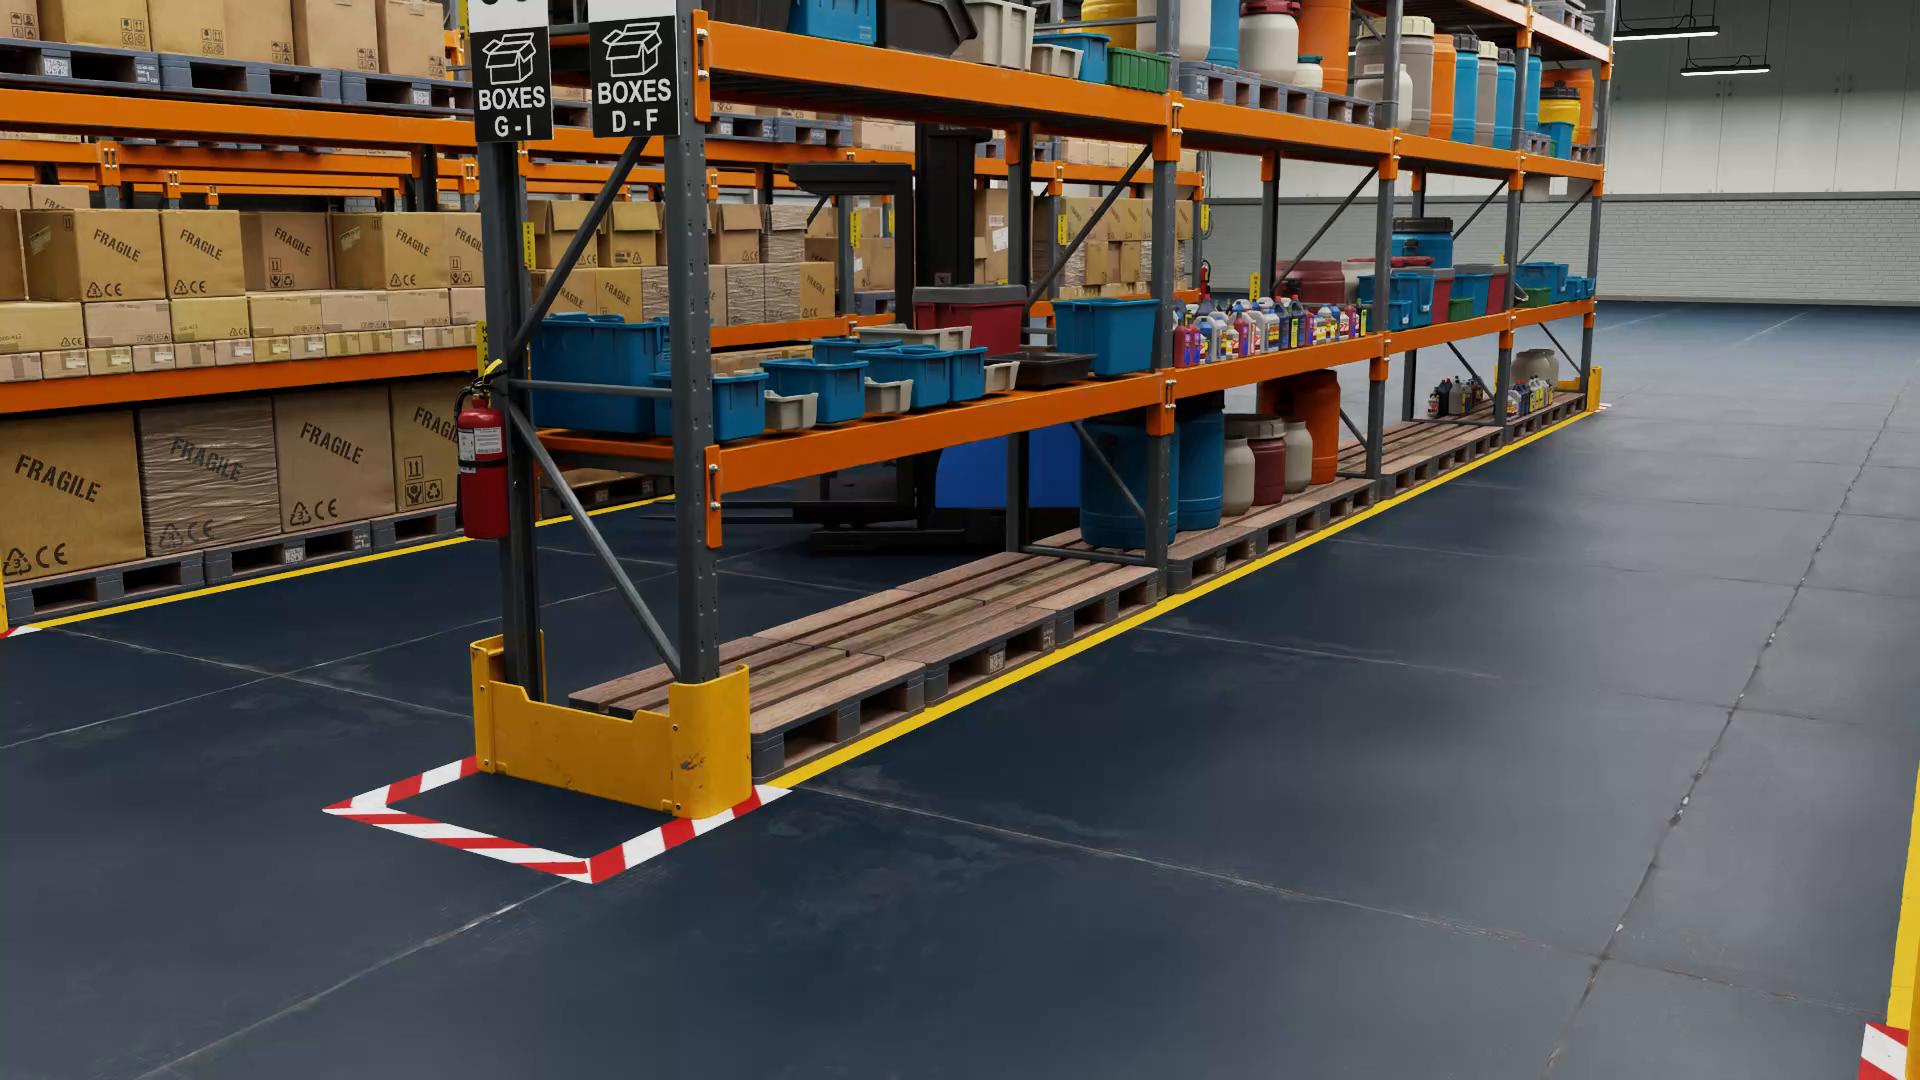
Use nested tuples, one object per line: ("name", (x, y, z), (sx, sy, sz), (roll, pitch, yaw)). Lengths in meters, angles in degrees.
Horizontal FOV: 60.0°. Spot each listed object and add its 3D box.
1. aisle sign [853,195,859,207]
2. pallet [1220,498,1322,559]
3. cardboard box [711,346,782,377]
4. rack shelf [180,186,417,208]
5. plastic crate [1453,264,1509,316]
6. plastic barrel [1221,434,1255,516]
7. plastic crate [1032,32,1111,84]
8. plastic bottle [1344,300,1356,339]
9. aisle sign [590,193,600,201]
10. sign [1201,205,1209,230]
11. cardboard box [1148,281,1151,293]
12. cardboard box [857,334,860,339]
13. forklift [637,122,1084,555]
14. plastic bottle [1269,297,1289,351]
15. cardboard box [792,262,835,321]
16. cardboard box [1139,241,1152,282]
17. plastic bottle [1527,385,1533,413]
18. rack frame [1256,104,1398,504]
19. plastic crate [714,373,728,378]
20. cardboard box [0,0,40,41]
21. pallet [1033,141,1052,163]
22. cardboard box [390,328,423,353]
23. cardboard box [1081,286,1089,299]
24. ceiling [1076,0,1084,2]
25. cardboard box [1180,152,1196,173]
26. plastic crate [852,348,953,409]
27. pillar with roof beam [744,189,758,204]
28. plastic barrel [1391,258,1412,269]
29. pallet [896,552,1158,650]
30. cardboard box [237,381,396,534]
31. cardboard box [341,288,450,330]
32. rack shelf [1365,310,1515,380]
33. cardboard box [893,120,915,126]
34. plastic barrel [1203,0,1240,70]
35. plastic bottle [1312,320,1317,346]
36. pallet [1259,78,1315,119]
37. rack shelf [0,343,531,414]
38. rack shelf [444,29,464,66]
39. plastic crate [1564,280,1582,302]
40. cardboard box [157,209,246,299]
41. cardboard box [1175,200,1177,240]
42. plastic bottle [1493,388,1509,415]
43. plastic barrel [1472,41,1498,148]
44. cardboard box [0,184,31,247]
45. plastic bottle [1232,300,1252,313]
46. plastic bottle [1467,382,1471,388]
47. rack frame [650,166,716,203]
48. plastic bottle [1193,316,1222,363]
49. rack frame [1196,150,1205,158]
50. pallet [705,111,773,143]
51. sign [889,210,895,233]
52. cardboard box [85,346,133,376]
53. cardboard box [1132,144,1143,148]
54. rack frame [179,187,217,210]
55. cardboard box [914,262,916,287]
("aisle sign", (-1.676, -5.347, 24.714), (0.394, 0.787, 0.004), (6, 12, 31))
("pallet", (1.802, -0.119, 11.428), (1.003, 0.211, 1.213), (6, 12, 31))
("cardboard box", (-2.268, -1.198, 14.247), (1.225, 0.875, 0.875), (6, 12, 31))
("rack shelf", (-11.022, -5.766, 27.821), (1.077, 0.370, 4.000), (6, 12, 31))
("plastic crate", (4.897, -2.363, 15.668), (0.402, 0.464, 0.583), (6, 12, 31))
("plastic barrel", (1.768, -0.438, 11.178), (0.421, 0.512, 0.421), (0, 11, 0))
("plastic crate", (0.534, -2.398, 8.328), (0.416, 0.233, 0.300), (6, 12, 31))
("plastic bottle", (2.845, -1.610, 12.136), (0.061, 0.283, 0.133), (6, 12, 31))
("aisle sign", (-5.972, -5.804, 27.153), (0.394, 0.787, 0.004), (6, 12, 31))
("sign", (3.194, -4.208, 21.689), (0.100, 0.325, 0.005), (6, 12, 31))
("cardboard box", (2.235, -3.195, 20.966), (0.380, 0.149, 0.250), (6, 12, 31))
("cardboard box", (-1.752, -3.078, 24.294), (0.875, 0.875, 0.875), (6, 12, 31))
("forklift", (-0.623, -1.438, 11.086), (3.031, 2.935, 1.130), (0, 11, -1))
("plastic bottle", (2.088, -1.429, 10.983), (0.144, 0.351, 0.185), (6, 12, 31))
("cardboard box", (-1.467, -2.229, 14.854), (0.500, 0.500, 0.500), (7, 13, 32))
("cardboard box", (1.968, -3.487, 20.760), (0.875, 0.500, 0.500), (6, 12, 31))
("plastic bottle", (5.880, -1.457, 17.188), (0.061, 0.283, 0.133), (7, 13, 33))
("rack frame", (2.810, -1.808, 12.876), (1.000, 3.000, 0.127), (6, 12, 31))
("plastic crate", (-0.912, -0.640, 7.188), (0.396, 0.136, 0.243), (6, 12, 31))
("cardboard box", (-5.352, -2.889, 8.814), (0.700, 0.500, 0.500), (6, 12, 27))
("pallet", (0.242, -4.206, 18.041), (1.213, 0.211, 1.003), (6, 12, 31))
("cardboard box", (-3.778, -1.328, 10.995), (0.380, 0.149, 0.250), (7, 12, 32))
("cardboard box", (1.270, -2.872, 19.242), (0.380, 0.149, 0.250), (6, 12, 31))
("ceiling", (4.724, -16.995, 53.239), (6.000, 0.001, 6.000), (6, 12, 31))
("cardboard box", (2.697, -4.840, 21.327), (0.500, 0.250, 0.500), (7, 13, 32))
("plastic crate", (-0.250, -0.712, 7.311), (0.416, 0.233, 0.300), (6, 12, 31))
("pillar with roof beam", (-1.206, -9.361, 36.918), (9.100, 9.000, 0.548), (6, 12, 31))
("plastic barrel", (3.822, -2.259, 14.916), (0.433, 0.535, 0.433), (0, 11, 0))
("pallet", (0.385, 0.311, 9.135), (1.003, 0.211, 1.213), (6, 12, 31))
("cardboard box", (-4.378, -0.577, 10.931), (0.875, 0.875, 0.875), (6, 12, 31))
("cardboard box", (-3.771, -1.549, 11.089), (0.500, 0.250, 0.500), (7, 13, 32))
("rack shelf", (3.849, -1.769, 14.623), (1.077, 0.370, 4.000), (6, 12, 31))
("cardboard box", (-0.693, -4.179, 15.760), (0.500, 0.500, 0.500), (6, 12, 31))
("plastic barrel", (1.489, -3.389, 10.667), (0.600, 0.901, 0.708), (6, 12, 31))
("plastic bottle", (2.416, -1.446, 11.483), (0.097, 0.201, 0.097), (0, 11, 0))
("pallet", (1.643, -2.872, 10.920), (1.003, 0.211, 1.213), (6, 12, 31))
("rack shelf", (-4.538, -0.984, 10.430), (1.077, 0.370, 4.000), (6, 12, 31))
("rack shelf", (-6.648, -4.855, 15.891), (1.077, 0.370, 4.000), (6, 12, 31))
("plastic crate", (6.618, -2.784, 18.495), (0.499, 0.251, 0.408), (6, 12, 31))
("cardboard box", (-4.573, -1.675, 9.724), (0.500, 0.500, 0.500), (6, 12, 29))
("cardboard box", (2.402, -4.037, 20.985), (0.500, 0.500, 0.500), (6, 12, 31))
("plastic bottle", (5.537, -1.453, 16.980), (0.144, 0.351, 0.185), (6, 12, 31))
("plastic barrel", (4.469, -3.955, 14.827), (0.600, 0.901, 0.600), (0, 11, 0))
("cardboard box", (-7.963, -2.647, 13.561), (0.500, 0.500, 0.500), (6, 12, 29))
("plastic bottle", (2.069, -1.637, 12.300), (0.152, 0.276, 0.135), (6, 12, 31))
("plastic bottle", (5.343, -1.523, 17.536), (0.061, 0.283, 0.133), (6, 12, 31))
("rack frame", (-3.533, -3.400, 21.380), (1.000, 3.000, 0.127), (6, 12, 31))
("plastic bottle", (1.489, -1.212, 10.029), (0.152, 0.276, 0.135), (6, 12, 31))
("rack frame", (2.731, -6.488, 21.572), (1.000, 3.000, 0.127), (6, 12, 31))
("pallet", (-2.290, -3.381, 13.636), (1.003, 0.211, 1.213), (7, 13, 33))
("sign", (-1.000, -4.661, 24.323), (0.100, 0.325, 0.005), (6, 12, 31))
("cardboard box", (-4.845, -1.005, 9.268), (0.380, 0.149, 0.250), (6, 12, 29))
("cardboard box", (1.989, -4.820, 20.137), (0.380, 0.149, 0.250), (6, 12, 28))
("rack frame", (-12.060, -4.331, 26.351), (1.000, 3.000, 0.127), (6, 12, 31))
("cardboard box", (-0.356, -2.656, 16.670), (0.500, 0.250, 0.500), (6, 12, 29))
